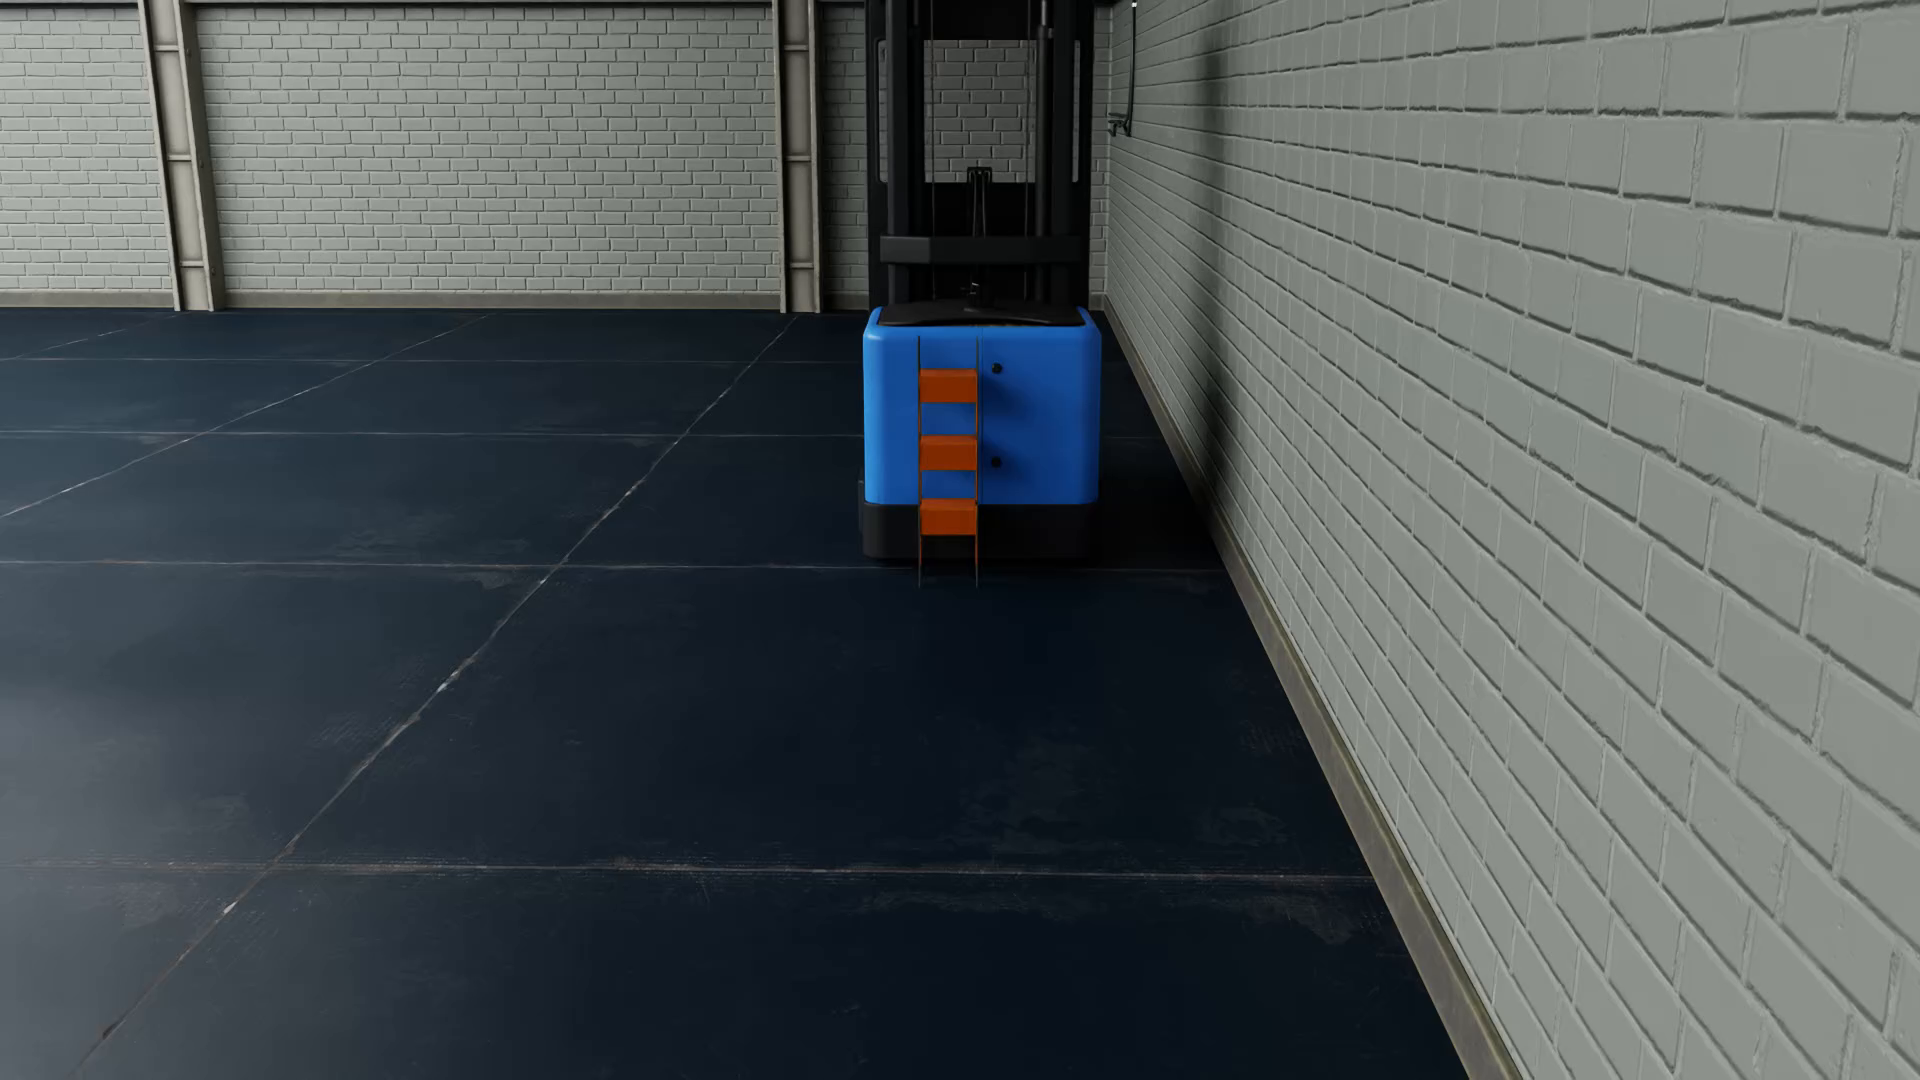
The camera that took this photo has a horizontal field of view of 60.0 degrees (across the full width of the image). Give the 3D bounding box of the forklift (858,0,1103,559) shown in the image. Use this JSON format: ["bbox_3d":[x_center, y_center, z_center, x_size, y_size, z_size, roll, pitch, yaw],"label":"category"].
[{"bbox_3d":[0.090,-1.652,8.357,1.130,2.935,3.031,0,15,0],"label":"forklift"}]

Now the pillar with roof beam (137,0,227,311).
[{"bbox_3d":[-7.662,-5.553,11.249,0.400,9.000,9.100,0,15,1],"label":"pillar with roof beam"}]

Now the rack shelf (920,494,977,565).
[{"bbox_3d":[-0.049,-0.046,7.086,0.240,0.259,0.215,0,15,0],"label":"rack shelf"}]

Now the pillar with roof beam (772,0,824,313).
[{"bbox_3d":[-1.664,-5.514,11.101,0.400,9.000,9.100,0,15,1],"label":"pillar with roof beam"}]

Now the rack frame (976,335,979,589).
[{"bbox_3d":[0.073,-0.325,7.012,0.008,1.050,0.200,0,15,0],"label":"rack frame"}]

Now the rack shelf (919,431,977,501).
[{"bbox_3d":[-0.049,-0.314,7.014,0.240,0.259,0.215,0,15,0],"label":"rack shelf"}]

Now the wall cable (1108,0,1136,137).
[{"bbox_3d":[1.357,-4.754,14.307,0.112,2.526,3.097,0,15,1],"label":"wall cable"}]

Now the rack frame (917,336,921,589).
[{"bbox_3d":[-0.171,-0.324,7.011,0.008,1.050,0.200,0,15,0],"label":"rack frame"}]

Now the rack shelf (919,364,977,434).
[{"bbox_3d":[-0.049,-0.589,6.942,0.240,0.259,0.215,0,15,0],"label":"rack shelf"}]

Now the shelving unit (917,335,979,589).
[{"bbox_3d":[-0.049,-0.325,7.012,0.252,1.050,0.215,0,15,0],"label":"shelving unit"}]
